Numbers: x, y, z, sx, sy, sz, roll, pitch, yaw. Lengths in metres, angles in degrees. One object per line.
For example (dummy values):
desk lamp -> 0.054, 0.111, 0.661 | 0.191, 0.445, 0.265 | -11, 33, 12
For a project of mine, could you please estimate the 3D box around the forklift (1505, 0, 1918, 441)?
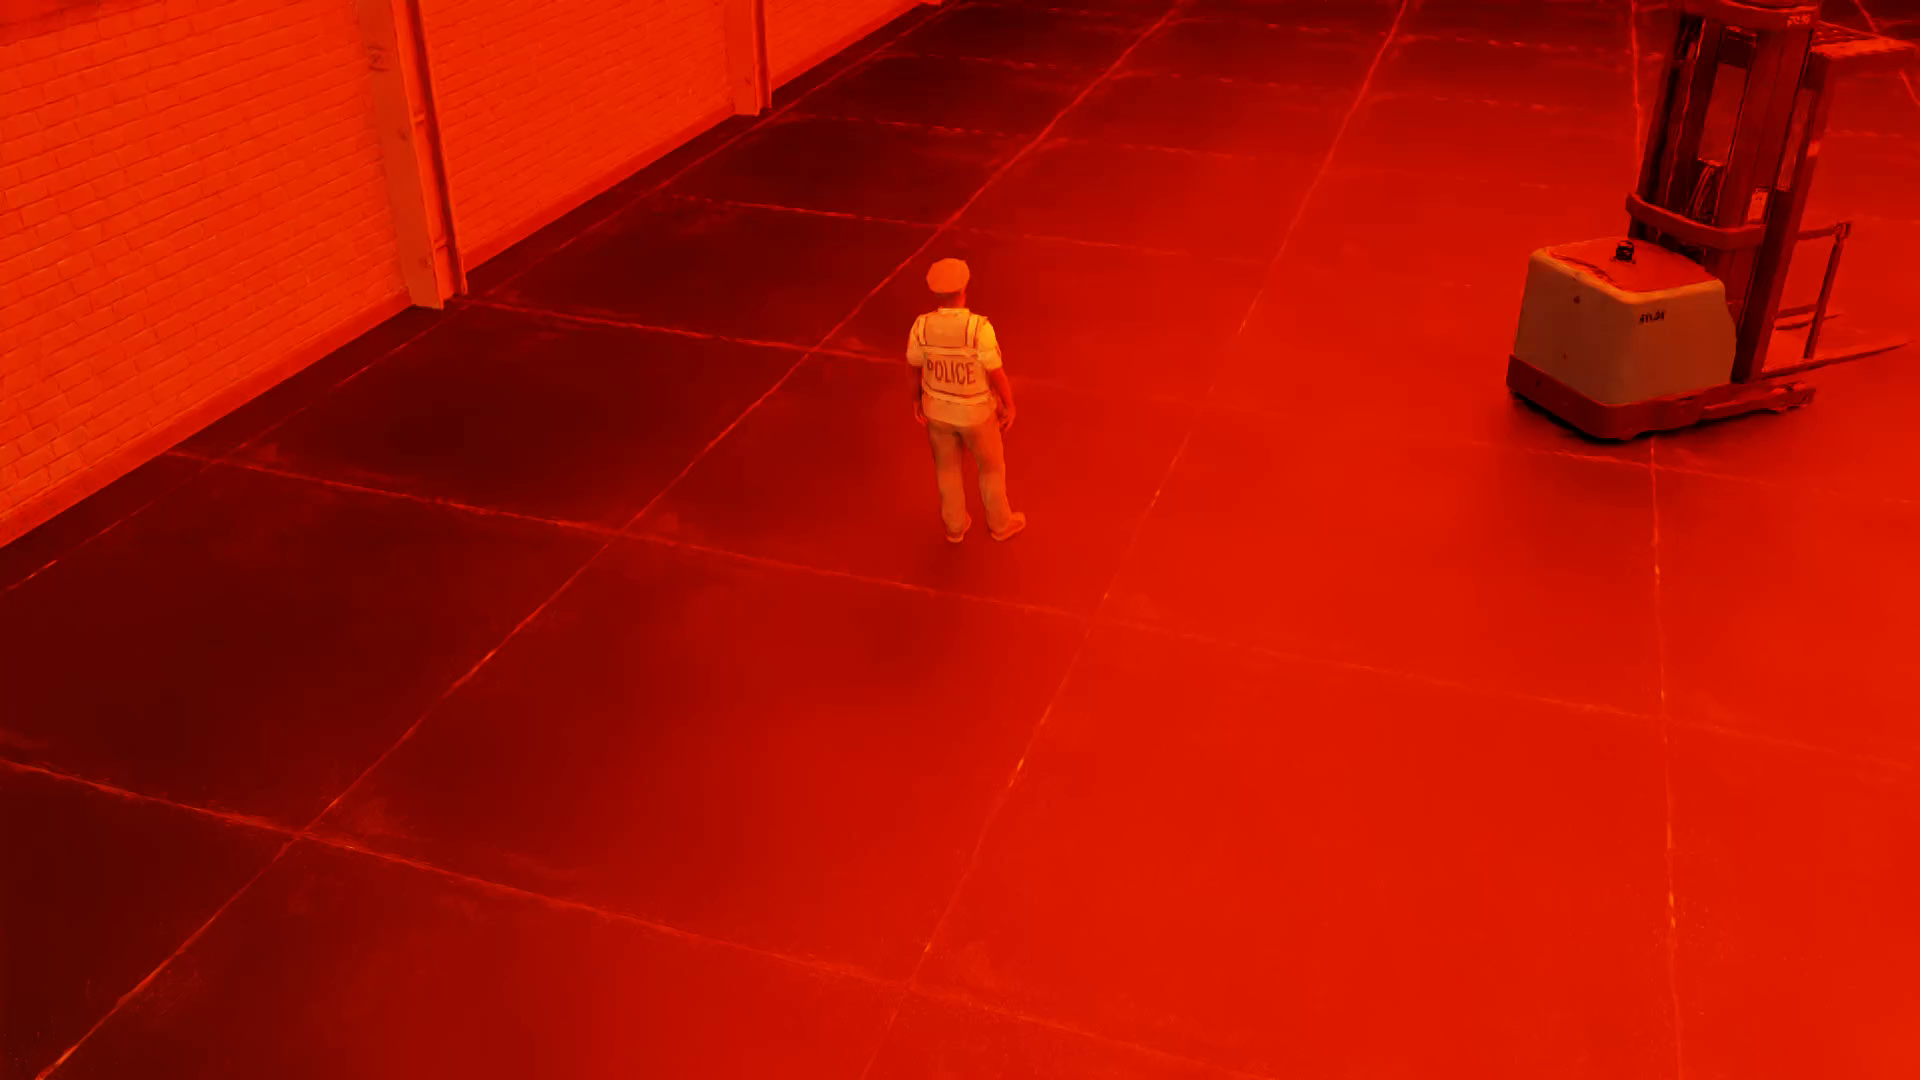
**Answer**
forklift -> 5.474, -2.403, 11.352 | 3.031, 2.935, 1.130 | -12, 32, -20

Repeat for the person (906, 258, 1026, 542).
person -> 0.036, -0.815, 9.712 | 0.640, 1.778, 0.574 | 10, 31, 16
